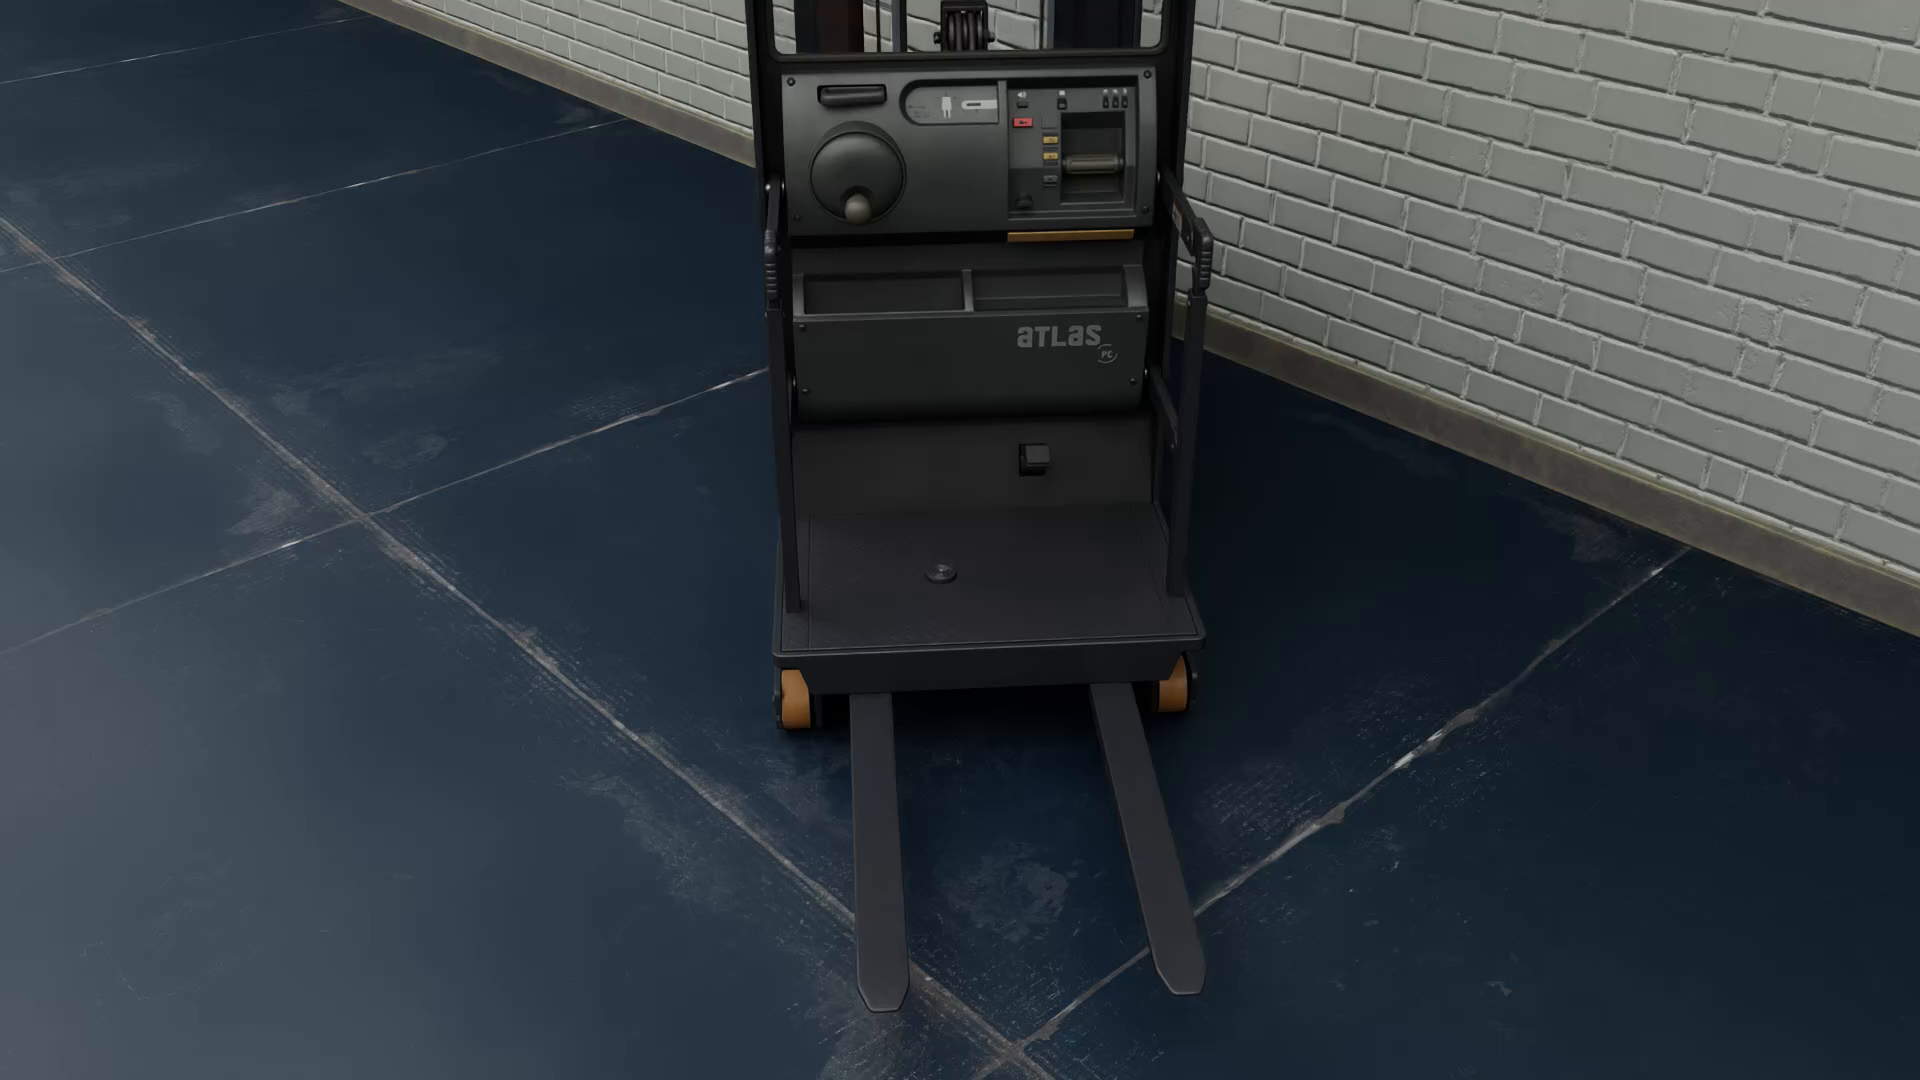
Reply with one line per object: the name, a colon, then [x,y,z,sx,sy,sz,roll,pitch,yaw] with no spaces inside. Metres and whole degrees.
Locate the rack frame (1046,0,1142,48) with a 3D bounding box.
rack frame: [0.491,-1.565,6.371,0.032,1.500,0.500,-21,37,-30]

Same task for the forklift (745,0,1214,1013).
forklift: [0.045,-0.926,3.955,1.130,2.935,3.031,-2,32,-4]

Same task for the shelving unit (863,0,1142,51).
shelving unit: [0.088,-1.411,6.120,1.083,1.500,0.587,-21,37,-30]

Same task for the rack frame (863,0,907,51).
rack frame: [-0.330,-1.252,5.860,0.032,1.500,0.500,-21,37,-30]
